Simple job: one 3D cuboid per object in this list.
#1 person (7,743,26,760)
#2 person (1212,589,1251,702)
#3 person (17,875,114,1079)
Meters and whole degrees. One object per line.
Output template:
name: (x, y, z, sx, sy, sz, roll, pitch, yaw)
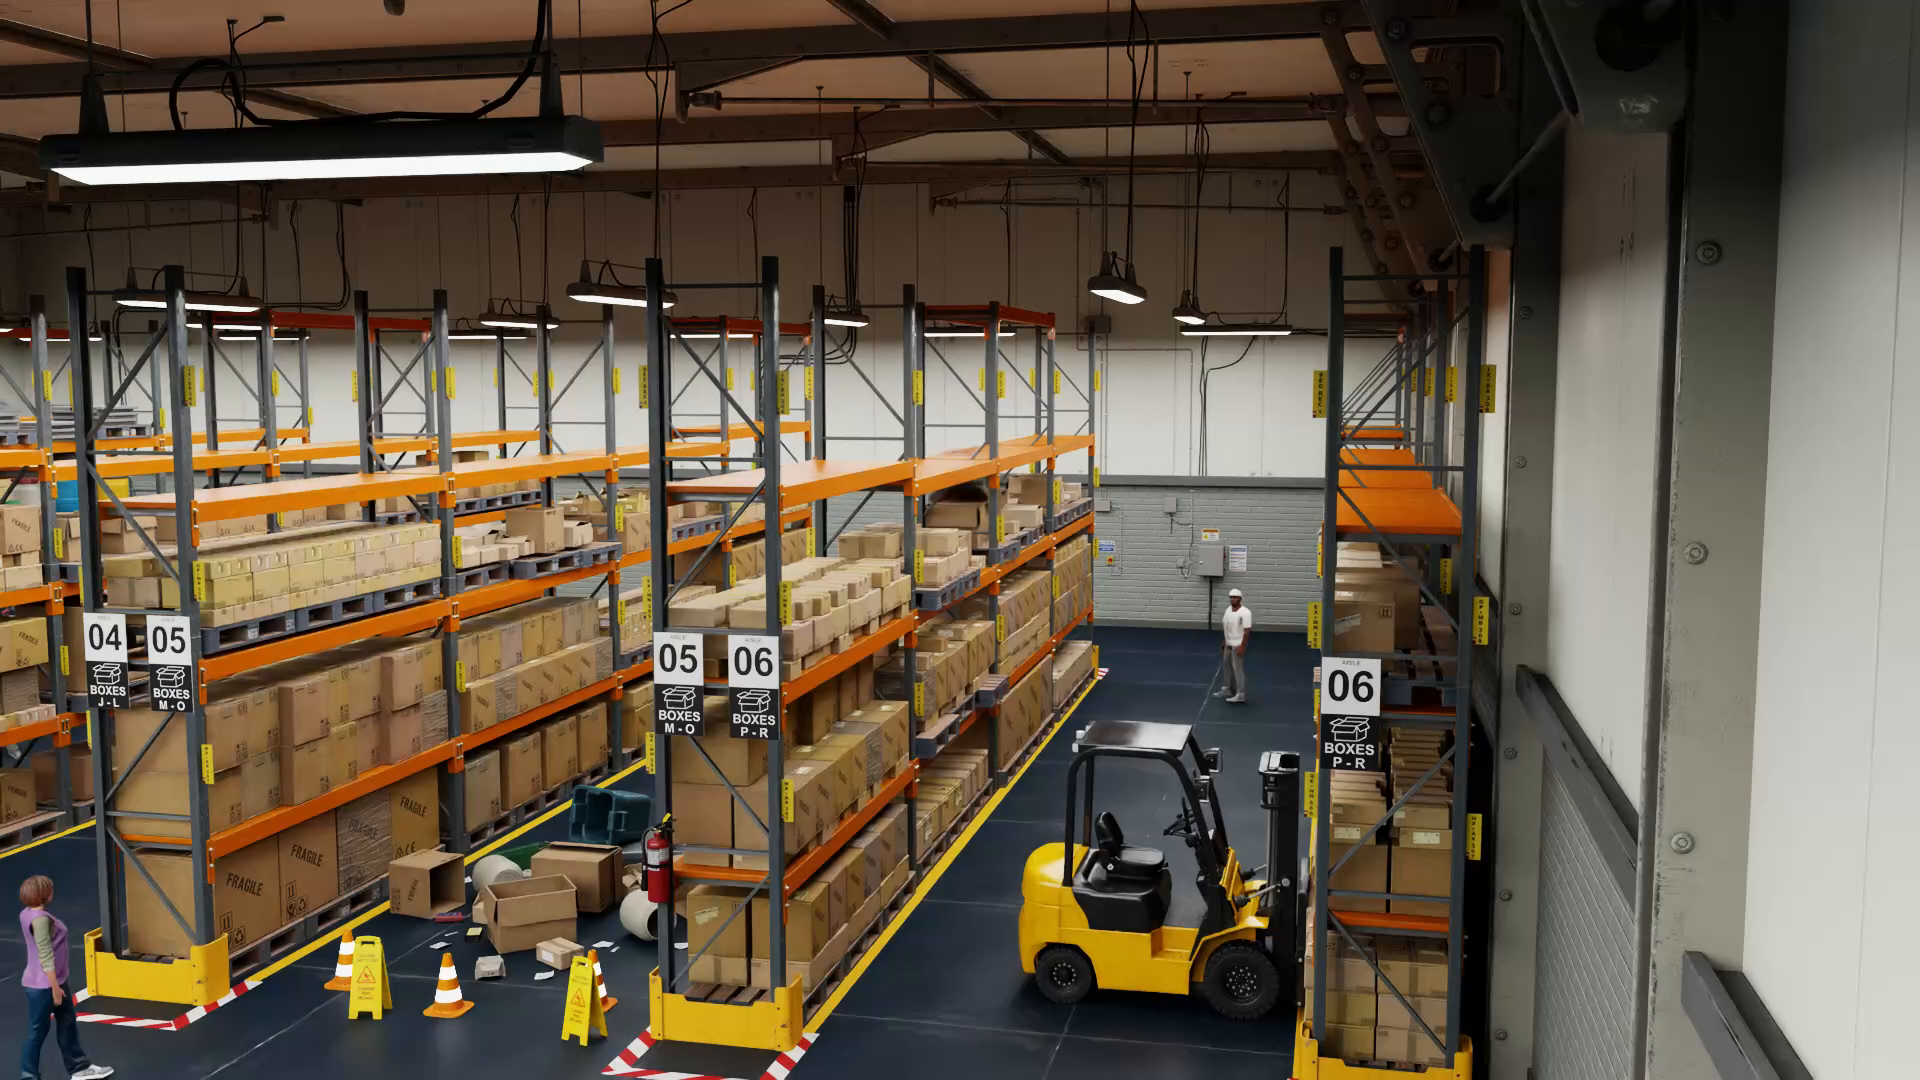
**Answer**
person: (-12.886, 2.115, 22.123, 0.535, 1.702, 0.630, 5, 8, 42)
person: (4.306, 1.645, 26.212, 0.414, 1.782, 0.739, -1, 6, -12)
person: (-6.479, 3.173, 11.957, 0.586, 1.595, 0.457, -2, 6, -16)
